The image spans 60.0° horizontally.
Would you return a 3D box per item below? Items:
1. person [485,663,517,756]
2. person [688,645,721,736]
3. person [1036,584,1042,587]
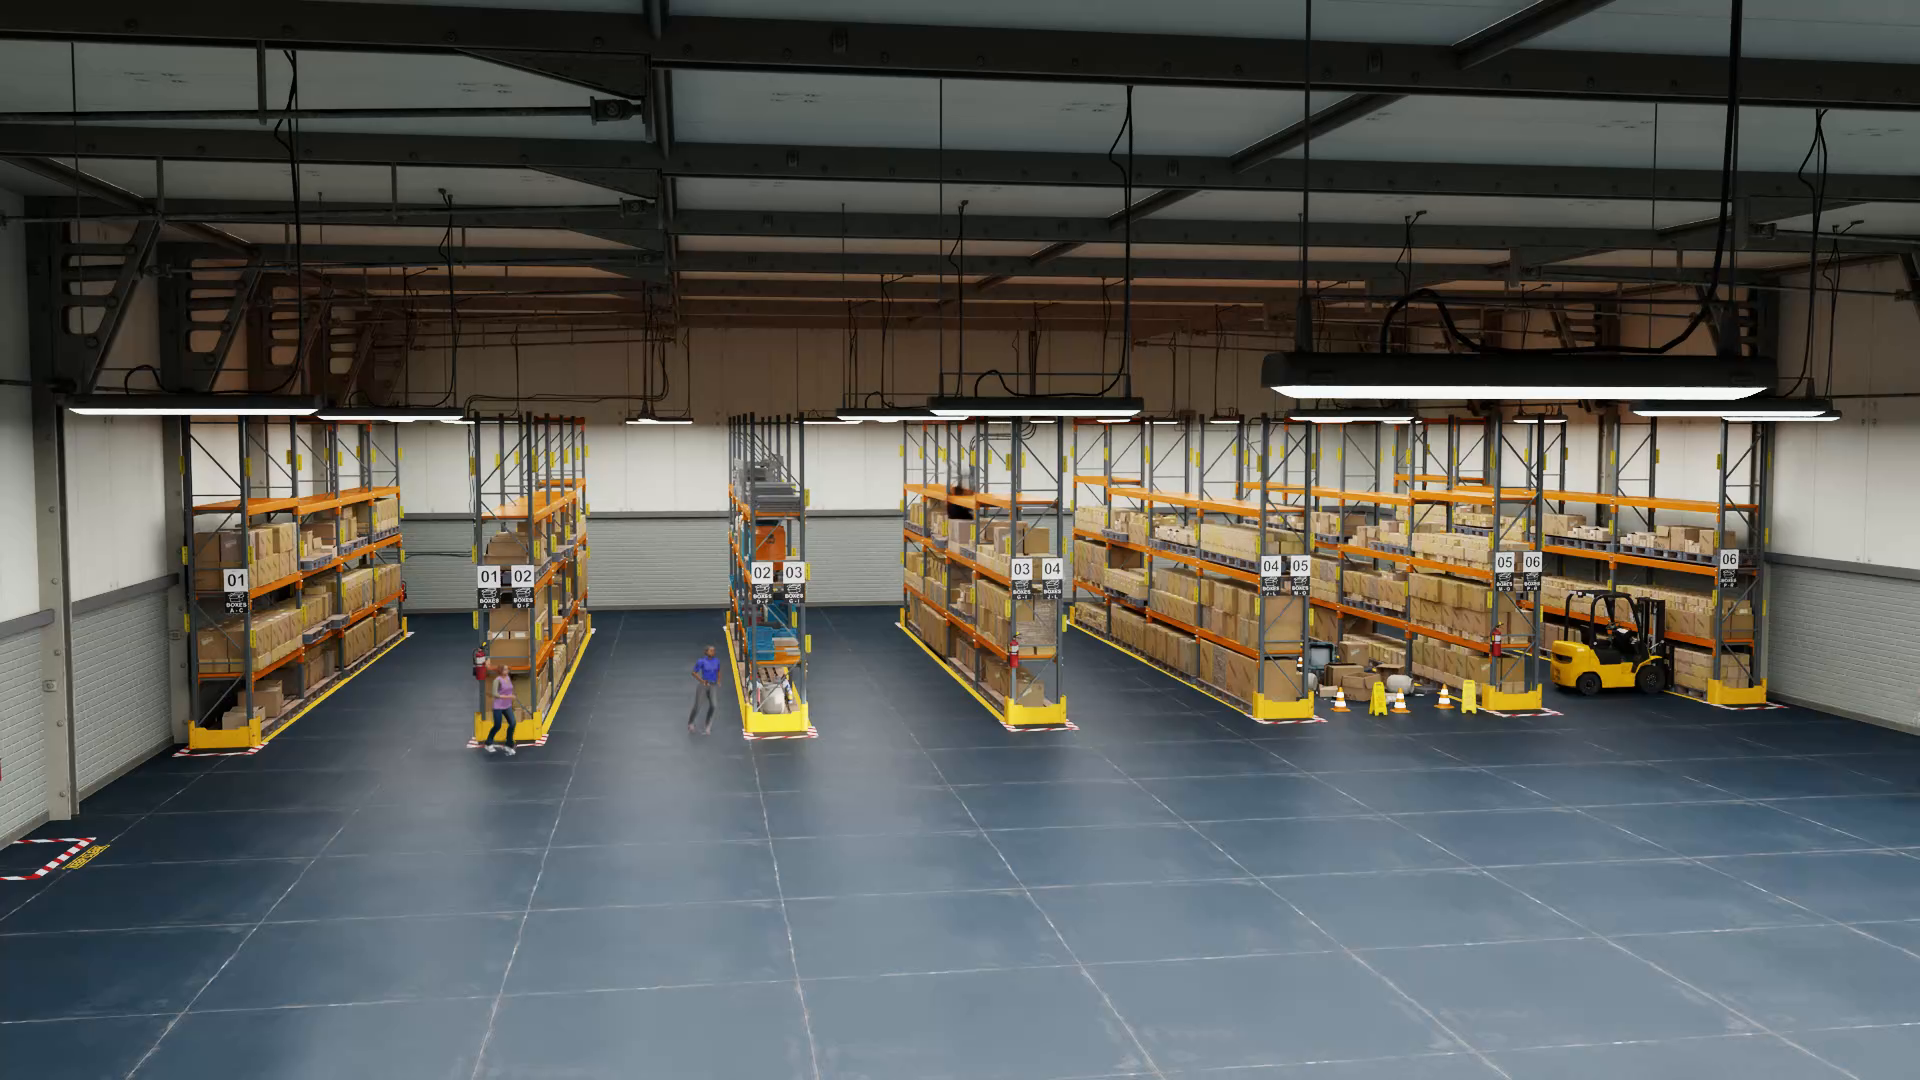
[{"bbox_3d":[-7.979,2.966,28.990,0.708,1.663,0.556,2,4,28],"label":"person"},{"bbox_3d":[-4.745,2.801,31.180,0.660,1.677,0.686,-2,4,-30],"label":"person"},{"bbox_3d":[2.262,1.692,46.735,0.677,1.770,0.878,0,4,-6],"label":"person"}]
